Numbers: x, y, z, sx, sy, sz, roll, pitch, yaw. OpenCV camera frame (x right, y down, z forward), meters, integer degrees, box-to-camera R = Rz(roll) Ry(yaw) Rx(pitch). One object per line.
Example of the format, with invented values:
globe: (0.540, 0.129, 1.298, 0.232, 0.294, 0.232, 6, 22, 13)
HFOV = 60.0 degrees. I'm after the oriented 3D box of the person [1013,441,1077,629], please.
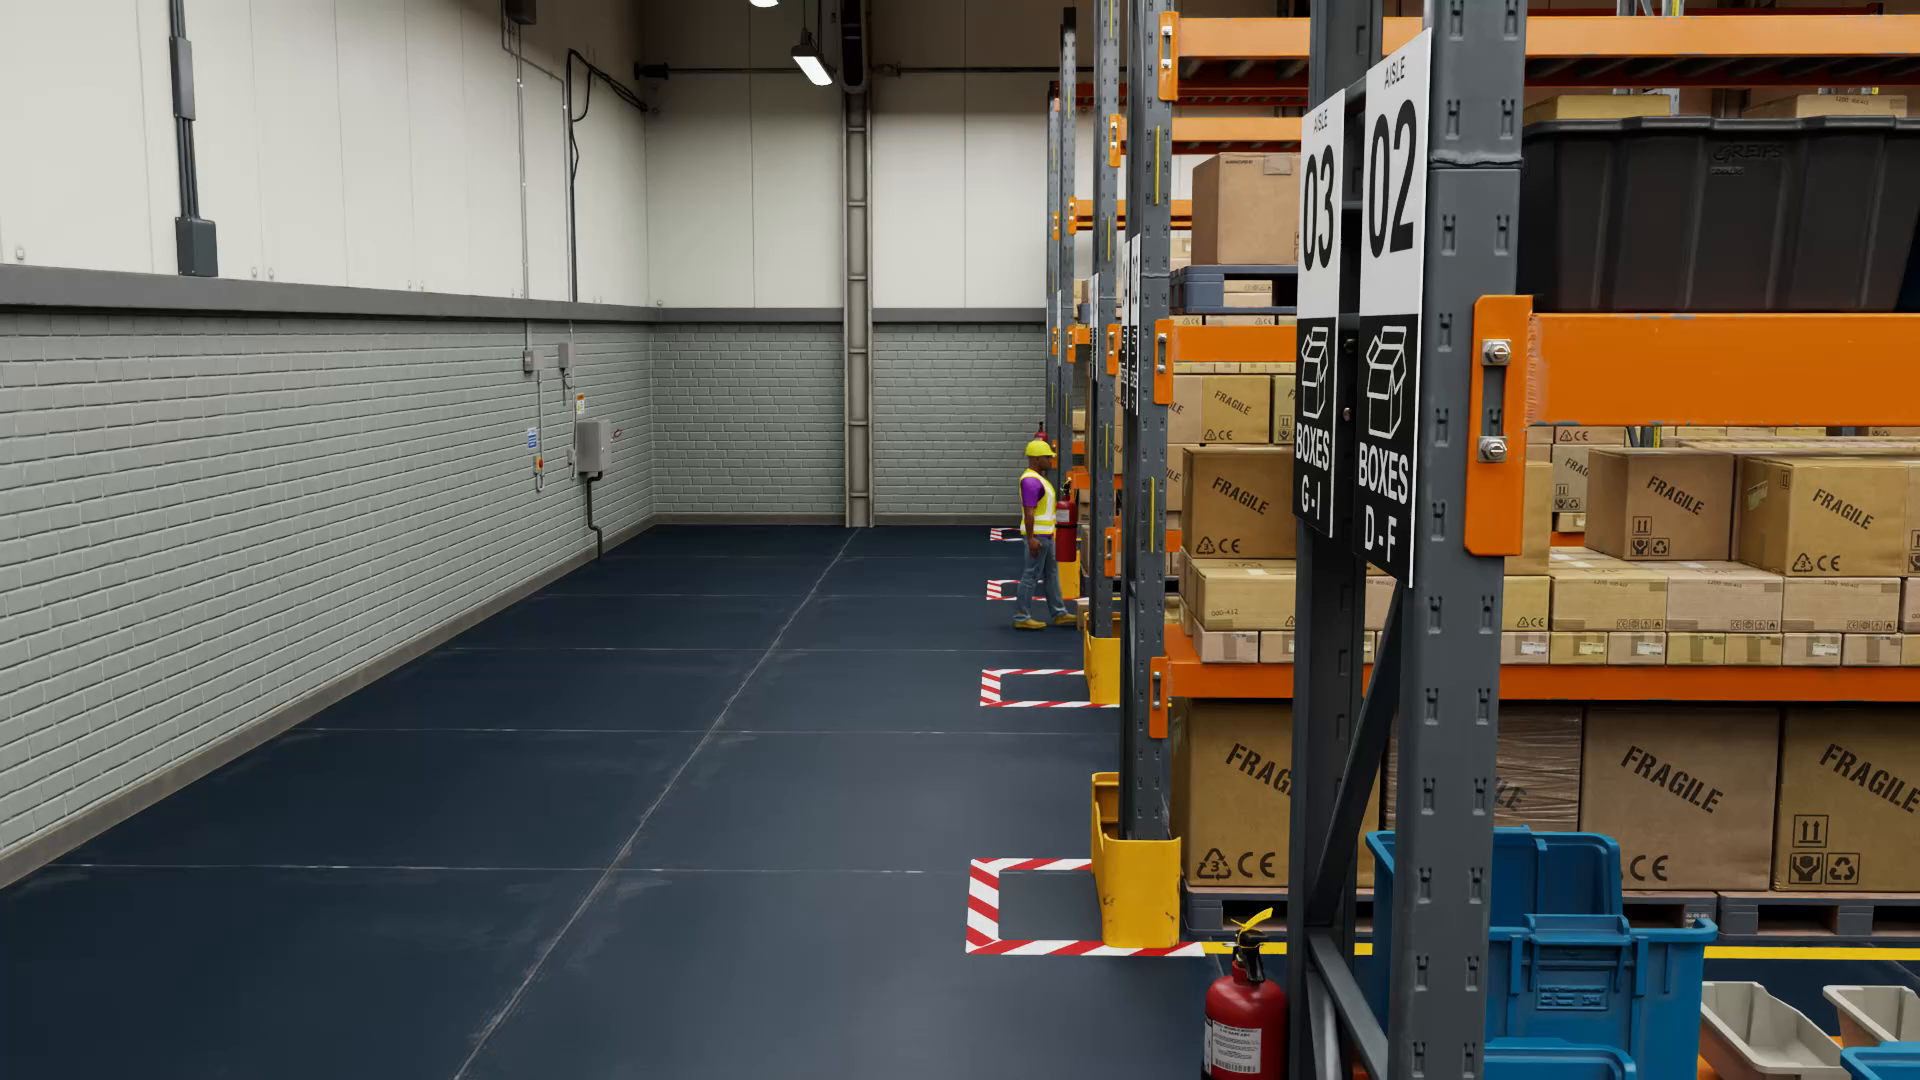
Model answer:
person: (0.838, -0.049, 15.525, 0.684, 1.758, 0.610, 1, 7, 7)
